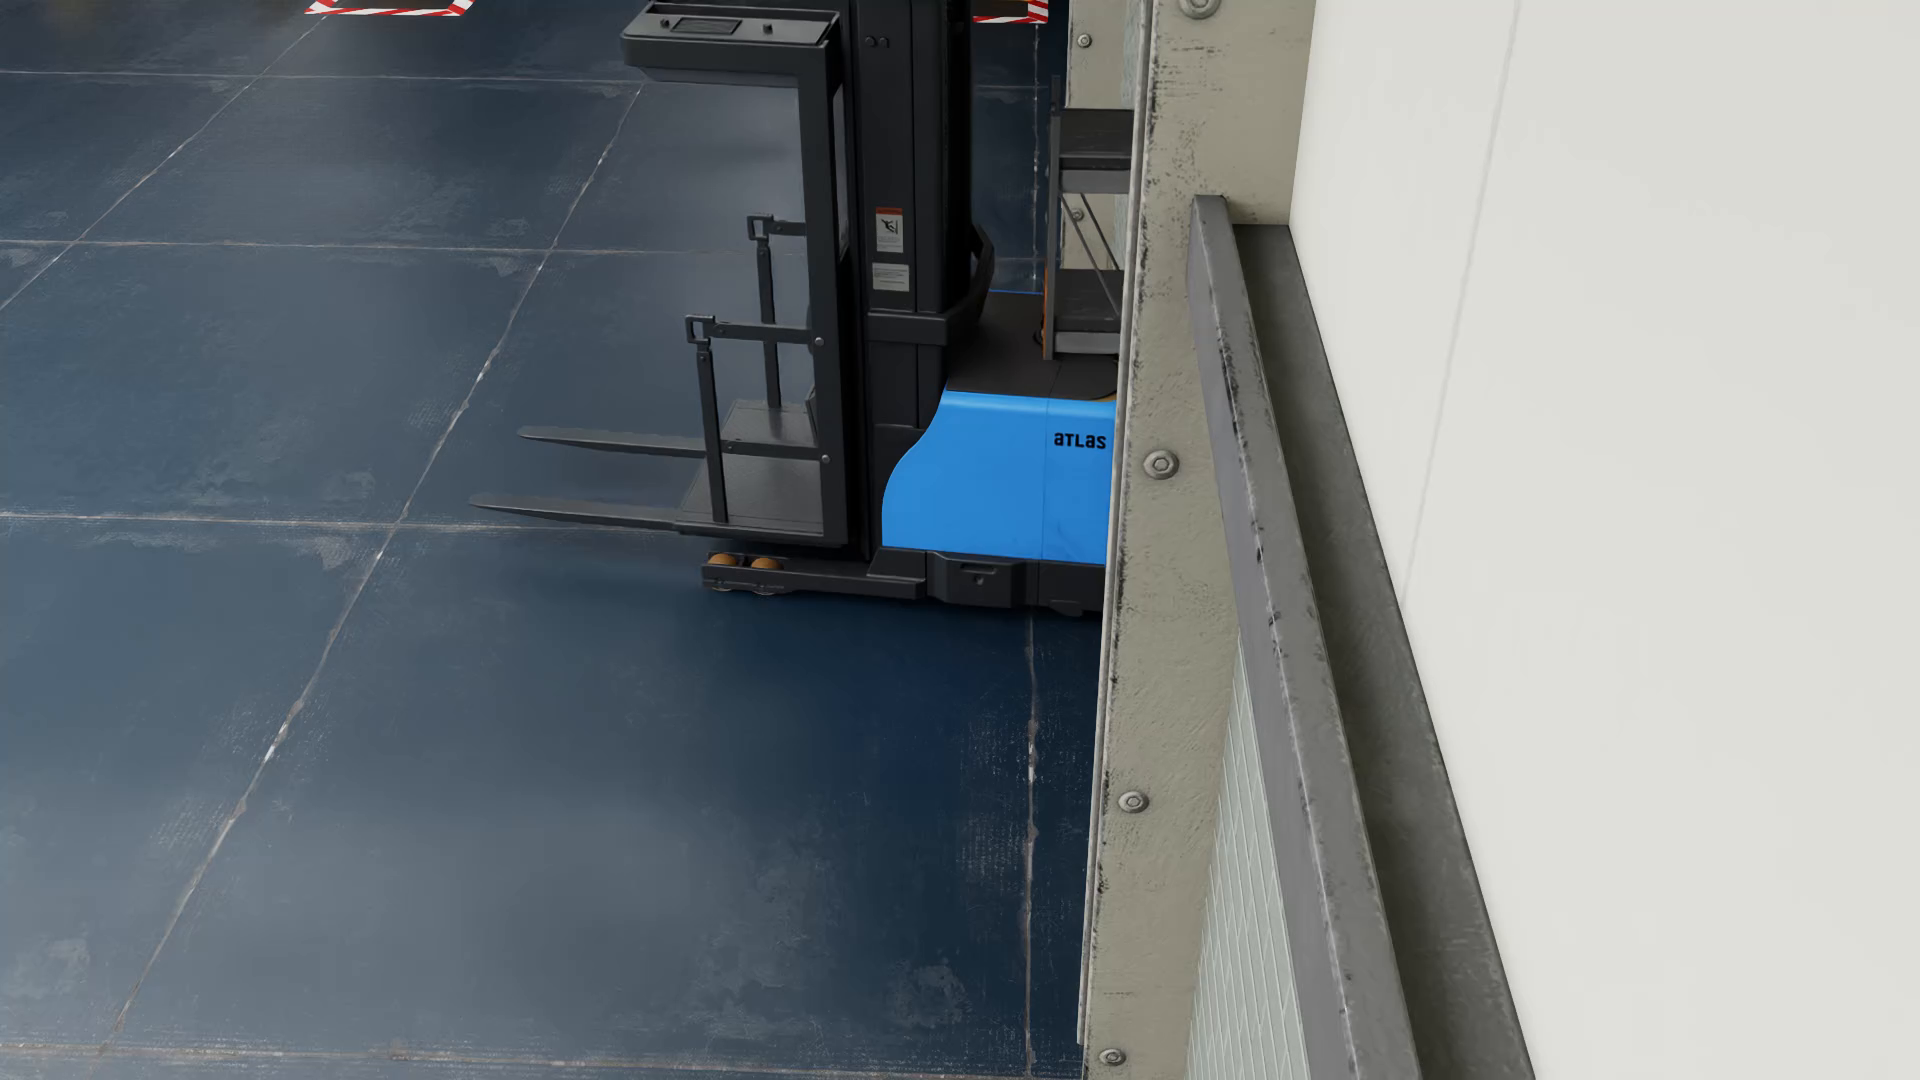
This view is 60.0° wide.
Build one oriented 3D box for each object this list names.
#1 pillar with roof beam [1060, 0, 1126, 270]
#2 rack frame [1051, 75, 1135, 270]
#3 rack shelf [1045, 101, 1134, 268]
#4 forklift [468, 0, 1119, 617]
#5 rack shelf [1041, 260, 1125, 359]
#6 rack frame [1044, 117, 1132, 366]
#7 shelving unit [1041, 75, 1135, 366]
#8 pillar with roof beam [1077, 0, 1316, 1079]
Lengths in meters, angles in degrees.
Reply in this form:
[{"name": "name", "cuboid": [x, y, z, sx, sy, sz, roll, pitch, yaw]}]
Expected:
[{"name": "pillar with roof beam", "cuboid": [-3.530, -5.502, 7.752, 9.100, 9.000, 0.400, 1, 35, 2]}, {"name": "rack frame", "cuboid": [0.573, -1.002, 7.305, 0.400, 2.100, 0.015, 2, 34, 2]}, {"name": "rack shelf", "cuboid": [0.561, -1.436, 6.720, 0.431, 0.518, 0.480, 2, 34, 2]}, {"name": "forklift", "cuboid": [-0.707, -1.248, 6.976, 3.031, 2.935, 1.130, 5, 35, 7]}, {"name": "rack shelf", "cuboid": [0.561, -0.855, 7.110, 0.431, 0.518, 0.480, 2, 34, 2]}, {"name": "rack frame", "cuboid": [0.549, -0.731, 6.900, 0.400, 2.100, 0.015, 2, 34, 2]}, {"name": "shelving unit", "cuboid": [0.561, -0.866, 7.103, 0.431, 2.100, 0.503, 2, 34, 2]}, {"name": "pillar with roof beam", "cuboid": [-3.771, -2.054, 2.847, 9.100, 9.000, 0.400, 1, 35, 2]}]
